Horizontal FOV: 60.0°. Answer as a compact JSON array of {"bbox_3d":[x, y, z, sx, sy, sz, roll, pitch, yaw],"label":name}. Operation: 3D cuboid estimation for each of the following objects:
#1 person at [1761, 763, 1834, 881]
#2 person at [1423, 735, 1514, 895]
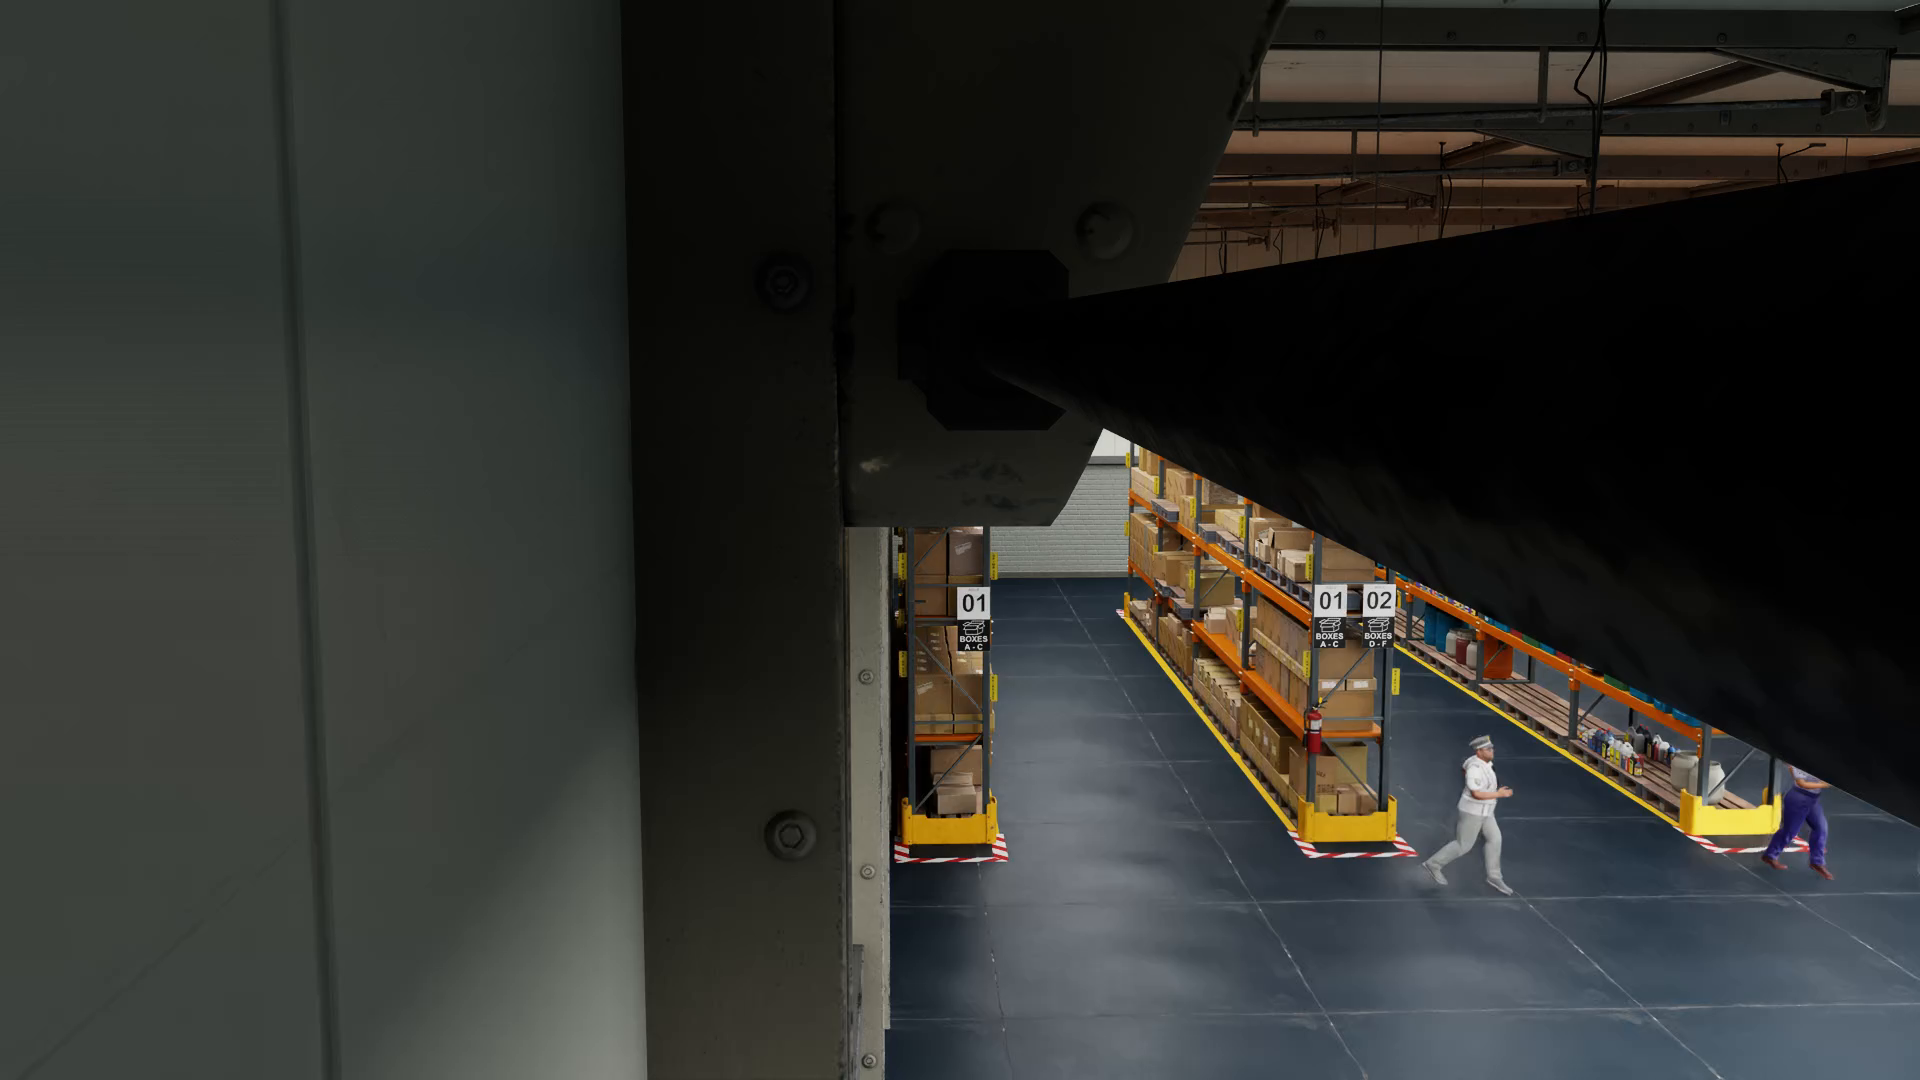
[{"bbox_3d":[9.727,3.059,19.215,0.758,1.677,0.611,7,10,42],"label":"person"},{"bbox_3d":[5.759,3.067,18.720,0.963,1.821,0.671,4,8,29],"label":"person"}]
